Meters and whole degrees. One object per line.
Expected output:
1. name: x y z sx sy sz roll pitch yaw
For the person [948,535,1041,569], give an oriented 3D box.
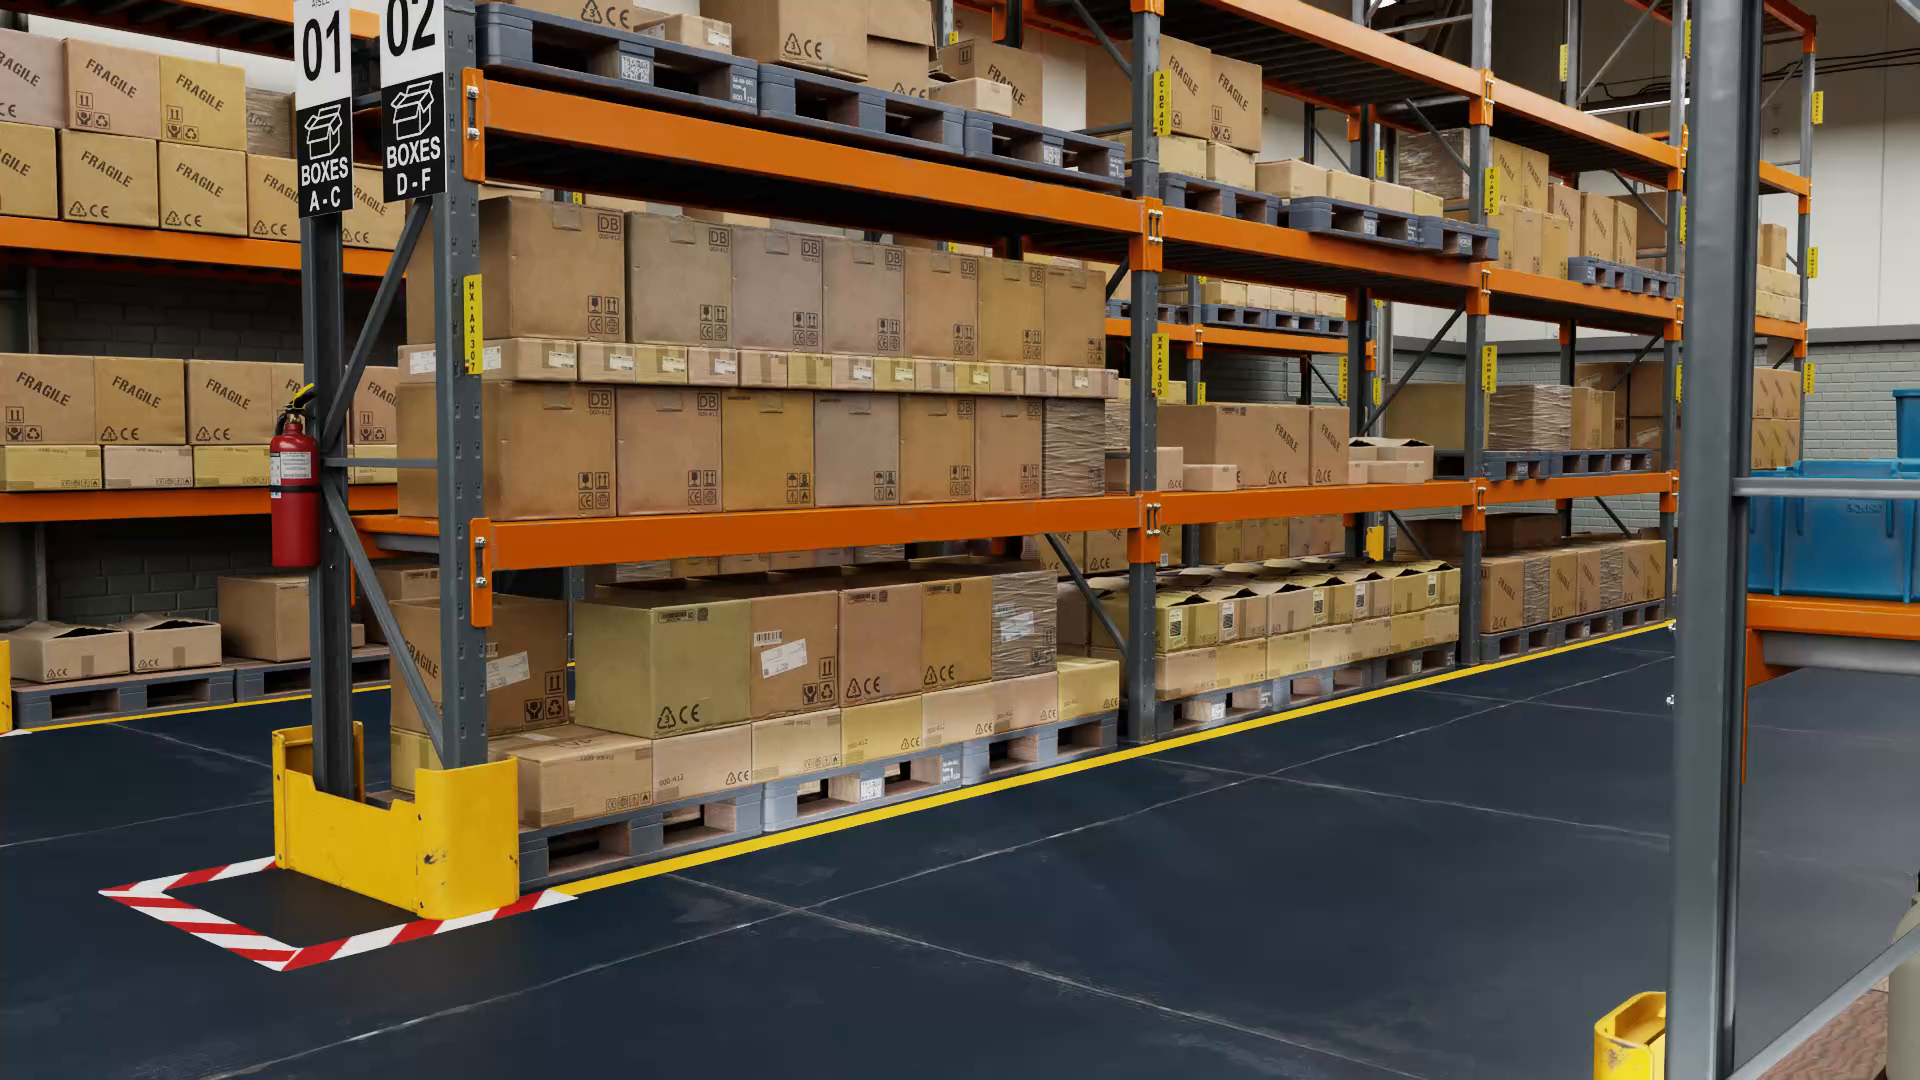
1. person: 0.212 0.307 13.364 0.950 0.965 0.592 3 4 39
